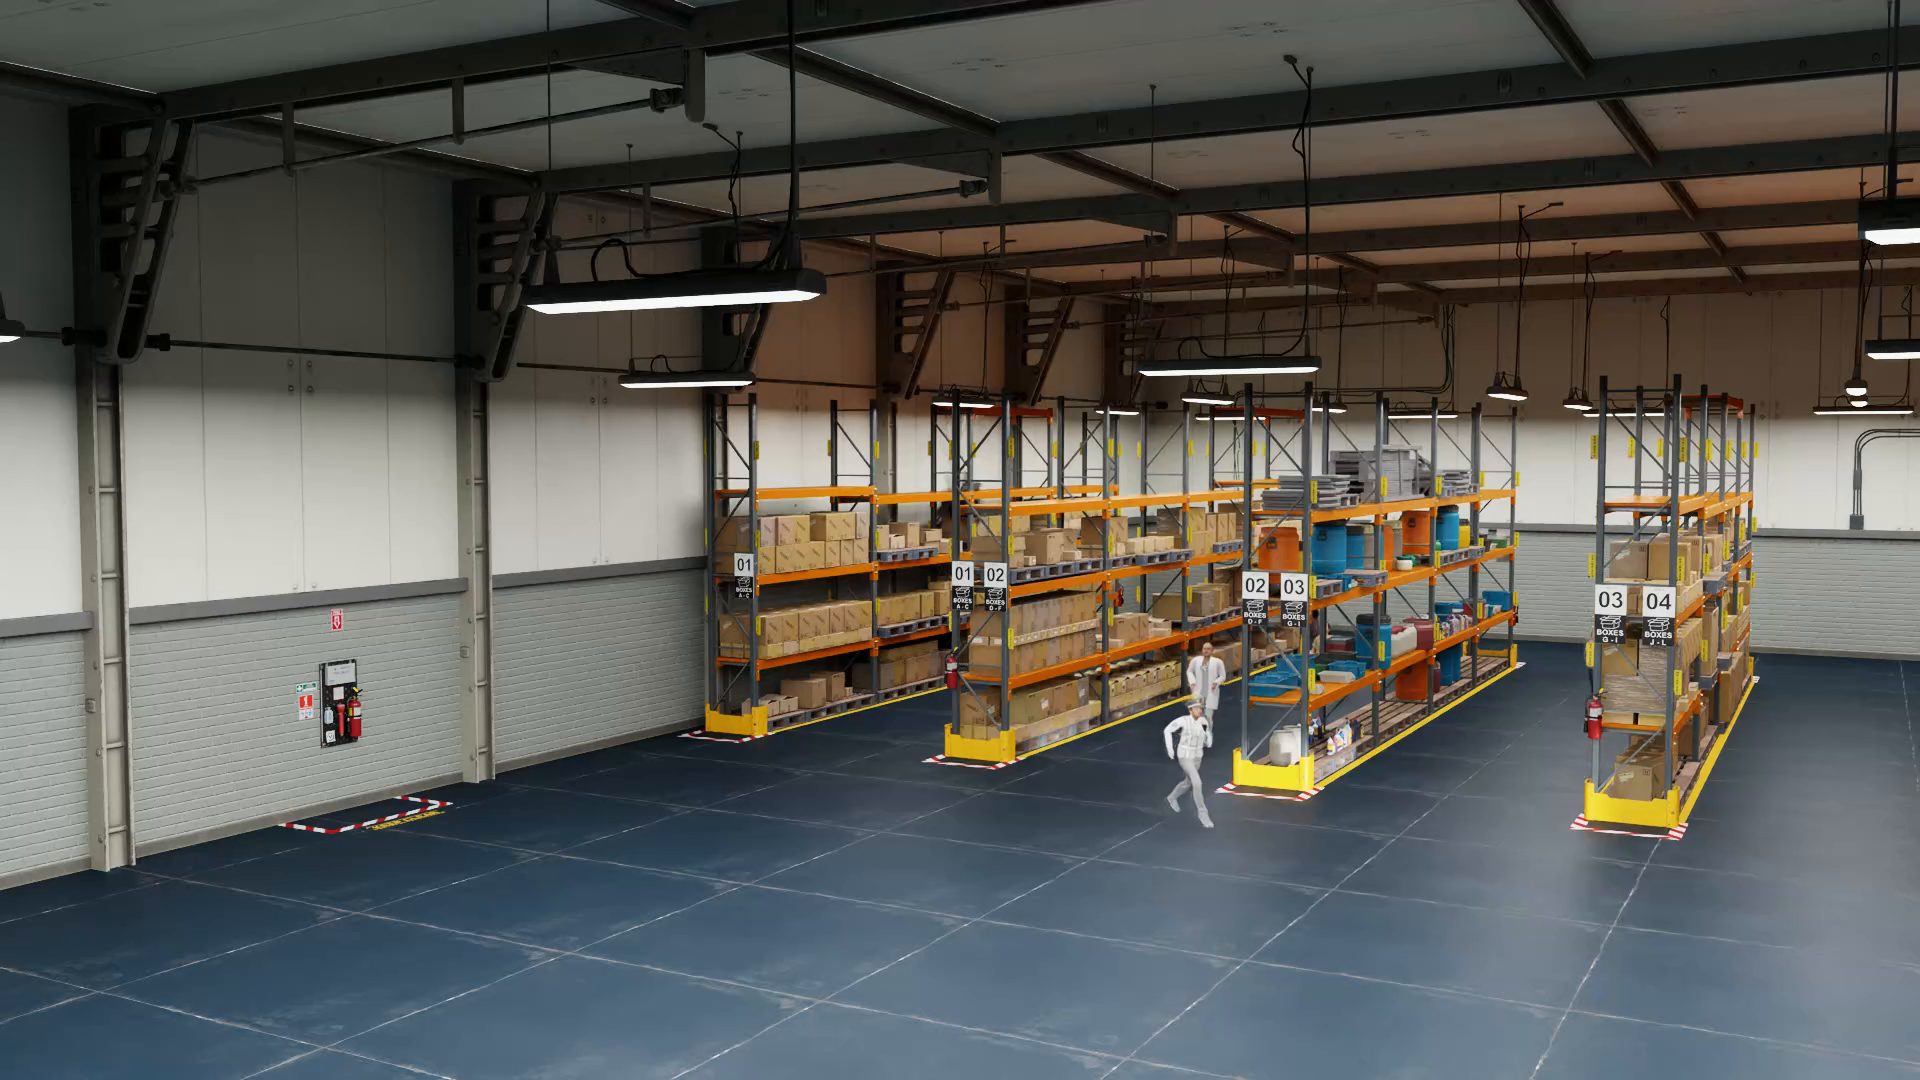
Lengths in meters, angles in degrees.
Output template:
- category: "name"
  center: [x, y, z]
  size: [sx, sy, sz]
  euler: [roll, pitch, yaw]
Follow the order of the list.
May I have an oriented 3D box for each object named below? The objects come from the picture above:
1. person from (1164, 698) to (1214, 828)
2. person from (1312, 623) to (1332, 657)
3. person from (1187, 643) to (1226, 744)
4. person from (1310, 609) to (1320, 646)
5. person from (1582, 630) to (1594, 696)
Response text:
- category: "person"
  center: [3.091, 2.953, 22.383]
  size: [0.634, 1.717, 0.958]
  euler: [-2, 4, -30]
- category: "person"
  center: [7.147, 2.432, 32.560]
  size: [0.593, 1.639, 0.901]
  euler: [2, 4, 29]
- category: "person"
  center: [4.144, 2.606, 28.130]
  size: [0.684, 1.735, 0.619]
  euler: [1, 3, 17]
- category: "person"
  center: [8.775, 1.935, 41.701]
  size: [0.698, 1.676, 0.573]
  euler: [-3, 4, -43]
- category: "person"
  center: [12.335, 2.494, 32.172]
  size: [0.560, 1.558, 0.605]
  euler: [2, 4, 31]
